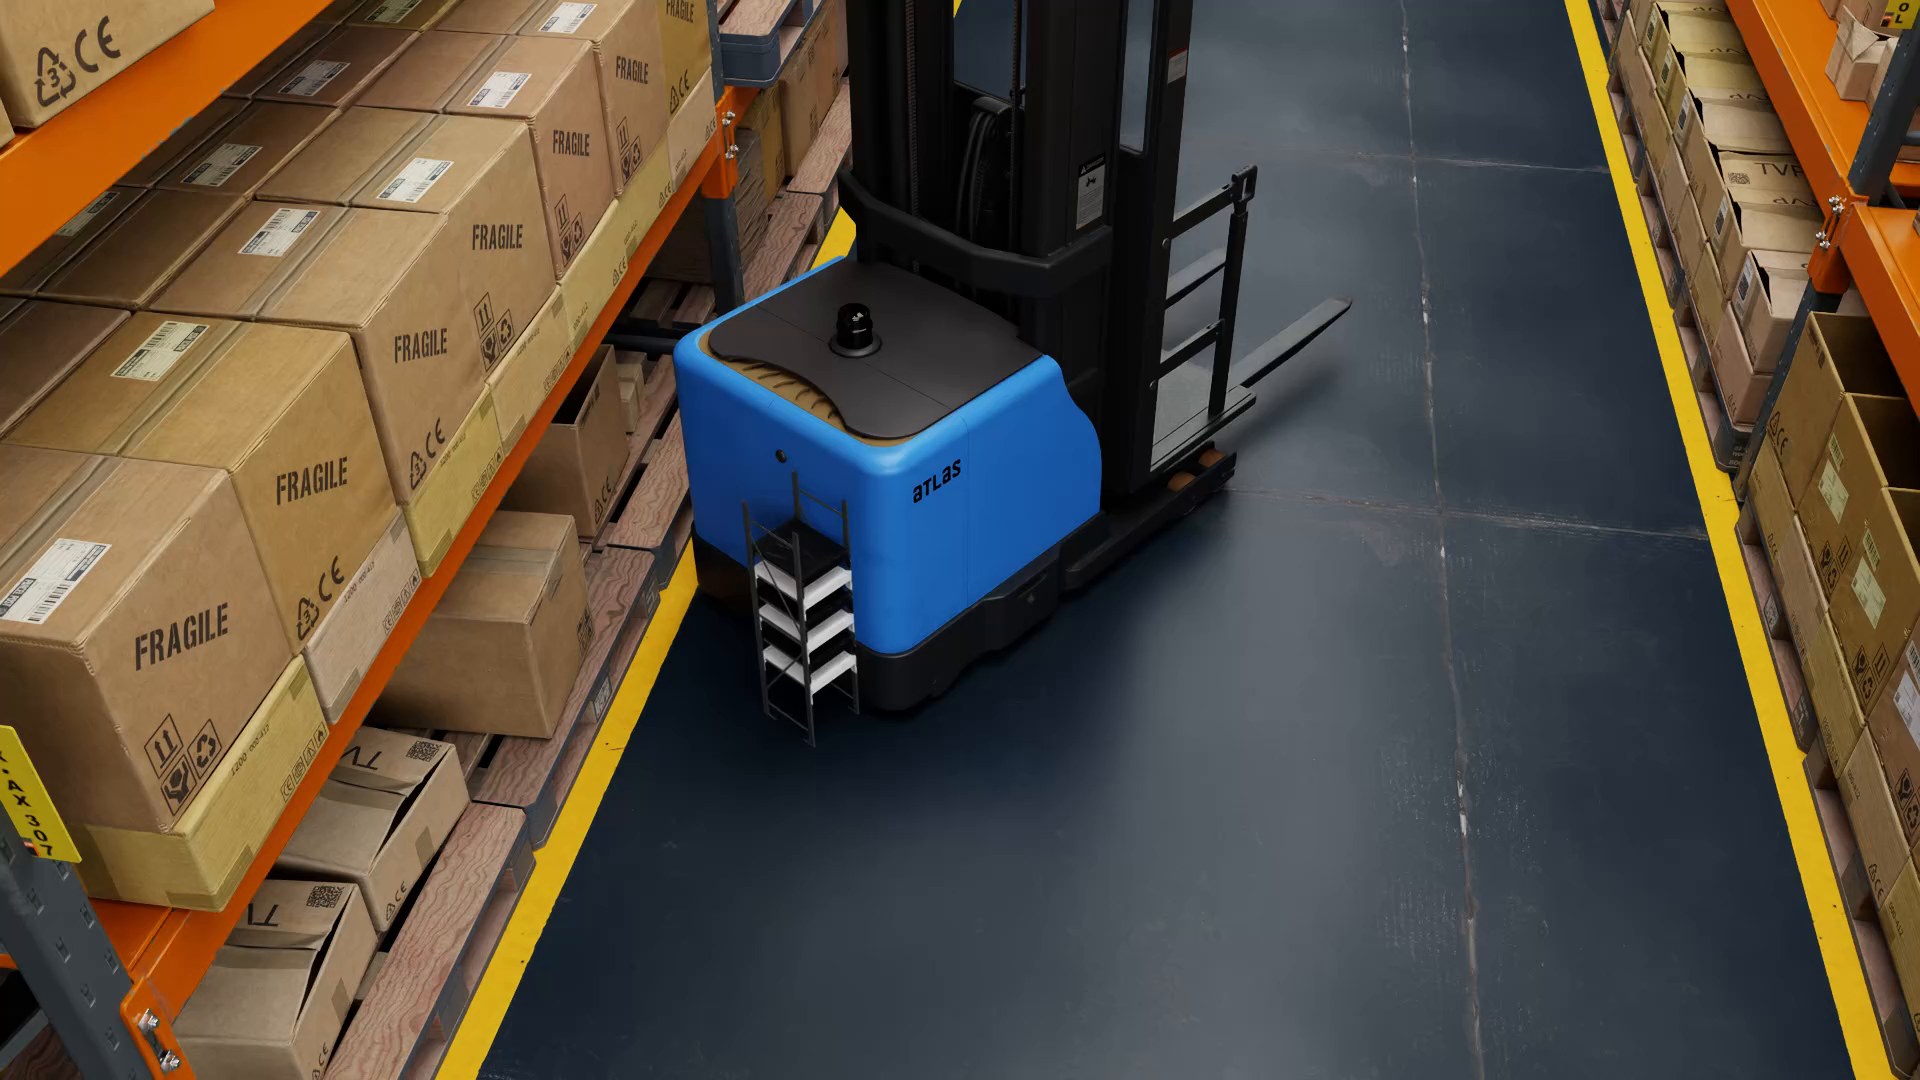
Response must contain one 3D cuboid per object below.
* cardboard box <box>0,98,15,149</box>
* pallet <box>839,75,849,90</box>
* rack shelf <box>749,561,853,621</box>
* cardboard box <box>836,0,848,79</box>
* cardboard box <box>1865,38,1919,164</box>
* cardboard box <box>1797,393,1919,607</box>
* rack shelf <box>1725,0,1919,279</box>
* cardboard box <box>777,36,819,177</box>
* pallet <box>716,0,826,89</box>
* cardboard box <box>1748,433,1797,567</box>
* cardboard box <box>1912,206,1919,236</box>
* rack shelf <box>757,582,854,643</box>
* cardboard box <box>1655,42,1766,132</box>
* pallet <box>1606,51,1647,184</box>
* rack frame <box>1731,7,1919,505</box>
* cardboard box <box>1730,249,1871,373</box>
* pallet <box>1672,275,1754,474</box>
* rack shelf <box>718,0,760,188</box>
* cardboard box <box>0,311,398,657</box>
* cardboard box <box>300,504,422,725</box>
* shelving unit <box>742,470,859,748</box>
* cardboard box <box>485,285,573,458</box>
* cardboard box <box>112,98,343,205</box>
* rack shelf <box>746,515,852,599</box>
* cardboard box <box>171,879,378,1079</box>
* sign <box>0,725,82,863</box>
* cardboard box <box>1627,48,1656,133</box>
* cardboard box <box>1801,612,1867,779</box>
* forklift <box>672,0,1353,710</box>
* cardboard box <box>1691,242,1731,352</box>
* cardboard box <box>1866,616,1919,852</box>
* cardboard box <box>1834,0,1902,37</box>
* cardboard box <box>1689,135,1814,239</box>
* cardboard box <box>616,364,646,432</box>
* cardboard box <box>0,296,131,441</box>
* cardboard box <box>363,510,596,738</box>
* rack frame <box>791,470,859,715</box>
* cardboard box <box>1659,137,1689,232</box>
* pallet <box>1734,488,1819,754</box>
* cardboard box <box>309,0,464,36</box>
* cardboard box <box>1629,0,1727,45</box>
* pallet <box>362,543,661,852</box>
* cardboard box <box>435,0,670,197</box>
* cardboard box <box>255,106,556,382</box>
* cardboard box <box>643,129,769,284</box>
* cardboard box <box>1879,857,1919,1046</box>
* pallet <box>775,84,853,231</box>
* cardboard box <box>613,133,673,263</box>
[{"bbox_3d":[-1.765,-0.696,2.290,0.500,0.500,0.500,7,40,9],"label":"cardboard box"},{"bbox_3d":[-0.821,-2.768,9.432,1.003,0.211,1.213,6,40,8],"label":"pallet"},{"bbox_3d":[-0.495,0.119,5.170,0.258,0.077,0.200,30,48,31],"label":"rack shelf"},{"bbox_3d":[-0.961,-2.771,8.864,0.700,0.500,0.500,6,40,8],"label":"cardboard box"},{"bbox_3d":[3.545,-1.534,5.869,0.500,0.250,0.500,9,40,10],"label":"cardboard box"},{"bbox_3d":[3.036,-0.098,5.255,0.500,0.500,0.500,6,40,8],"label":"cardboard box"},{"bbox_3d":[3.849,-2.256,7.189,1.077,0.370,4.000,6,40,8],"label":"rack shelf"},{"bbox_3d":[-1.098,-2.138,8.098,0.700,0.500,0.500,7,40,8],"label":"cardboard box"},{"bbox_3d":[-1.101,-2.212,6.722,1.003,0.211,1.213,6,40,8],"label":"pallet"},{"bbox_3d":[3.124,-0.123,5.873,0.500,0.250,0.500,6,40,8],"label":"cardboard box"},{"bbox_3d":[3.432,-1.038,5.073,0.700,0.500,0.500,5,40,7],"label":"cardboard box"},{"bbox_3d":[-0.495,0.188,5.227,0.258,0.077,0.200,30,48,31],"label":"rack shelf"},{"bbox_3d":[3.642,-2.160,7.897,0.500,0.311,0.500,5,40,6],"label":"cardboard box"},{"bbox_3d":[4.014,-2.202,8.747,1.003,0.211,1.213,6,40,8],"label":"pallet"},{"bbox_3d":[3.503,-1.278,5.442,1.000,3.000,0.127,6,40,8],"label":"rack frame"},{"bbox_3d":[3.291,-0.882,6.351,0.500,0.311,0.500,6,40,8],"label":"cardboard box"},{"bbox_3d":[3.592,-0.670,6.895,1.003,0.211,1.213,6,40,8],"label":"pallet"},{"bbox_3d":[-1.031,-2.800,7.847,1.077,0.370,4.000,6,40,8],"label":"rack shelf"},{"bbox_3d":[-1.595,-0.126,3.562,0.500,0.500,0.500,7,40,8],"label":"cardboard box"},{"bbox_3d":[-1.596,0.140,3.829,0.500,0.250,0.500,5,40,6],"label":"cardboard box"},{"bbox_3d":[-0.495,0.232,5.263,0.258,0.900,0.210,30,48,31],"label":"shelving unit"},{"bbox_3d":[-1.412,-0.497,4.599,0.500,0.250,0.500,7,40,8],"label":"cardboard box"},{"bbox_3d":[-1.927,-0.826,4.408,0.500,0.500,0.500,7,40,8],"label":"cardboard box"},{"bbox_3d":[-0.495,0.050,5.112,0.258,0.077,0.200,30,48,31],"label":"rack shelf"},{"bbox_3d":[-1.860,1.131,4.293,0.500,0.311,0.500,2,40,3],"label":"cardboard box"},{"bbox_3d":[-1.534,0.414,2.716,0.100,0.325,0.005,6,40,8],"label":"sign"},{"bbox_3d":[3.729,-2.279,8.481,0.500,0.250,0.500,5,40,6],"label":"cardboard box"},{"bbox_3d":[2.941,0.504,5.115,0.500,0.250,0.500,6,40,8],"label":"cardboard box"},{"bbox_3d":[0.422,-1.423,5.671,1.130,2.935,3.031,30,48,31],"label":"forklift"},{"bbox_3d":[3.378,-0.990,6.922,0.500,0.250,0.500,6,40,7],"label":"cardboard box"},{"bbox_3d":[2.857,0.529,4.496,0.500,0.500,0.500,6,40,8],"label":"cardboard box"},{"bbox_3d":[3.743,-2.128,6.391,0.500,0.500,0.500,9,40,11],"label":"cardboard box"},{"bbox_3d":[3.463,-1.523,7.126,0.500,0.311,0.500,6,40,8],"label":"cardboard box"},{"bbox_3d":[-1.440,-0.561,6.452,0.380,0.166,0.250,2,40,2],"label":"cardboard box"},{"bbox_3d":[-2.100,-0.185,3.633,0.500,0.500,0.500,7,40,8],"label":"cardboard box"},{"bbox_3d":[-1.586,0.245,5.216,0.700,0.500,0.500,4,40,5],"label":"cardboard box"},{"bbox_3d":[-0.426,0.184,5.321,0.240,0.900,0.006,30,48,31],"label":"rack frame"},{"bbox_3d":[3.556,-1.630,7.696,0.500,0.250,0.500,7,40,9],"label":"cardboard box"},{"bbox_3d":[3.324,0.291,5.733,1.003,0.211,1.213,6,40,8],"label":"pallet"},{"bbox_3d":[-1.757,-1.465,5.181,0.500,0.500,0.500,6,40,7],"label":"cardboard box"},{"bbox_3d":[3.815,-2.811,8.684,0.500,0.311,0.500,8,40,9],"label":"cardboard box"},{"bbox_3d":[-1.667,0.446,5.545,1.003,0.211,1.213,6,40,8],"label":"pallet"},{"bbox_3d":[-1.235,-1.416,5.123,0.500,0.500,0.500,6,40,7],"label":"cardboard box"},{"bbox_3d":[-1.422,-0.775,4.347,0.500,0.500,0.500,8,40,9],"label":"cardboard box"},{"bbox_3d":[-1.266,-1.492,7.317,0.700,0.500,0.500,8,40,9],"label":"cardboard box"},{"bbox_3d":[2.772,1.132,4.356,0.500,0.250,0.500,6,40,8],"label":"cardboard box"},{"bbox_3d":[-1.035,-2.004,8.508,1.003,0.211,1.213,6,40,8],"label":"pallet"},{"bbox_3d":[-1.254,-1.130,5.364,0.500,0.250,0.500,7,40,8],"label":"cardboard box"}]
